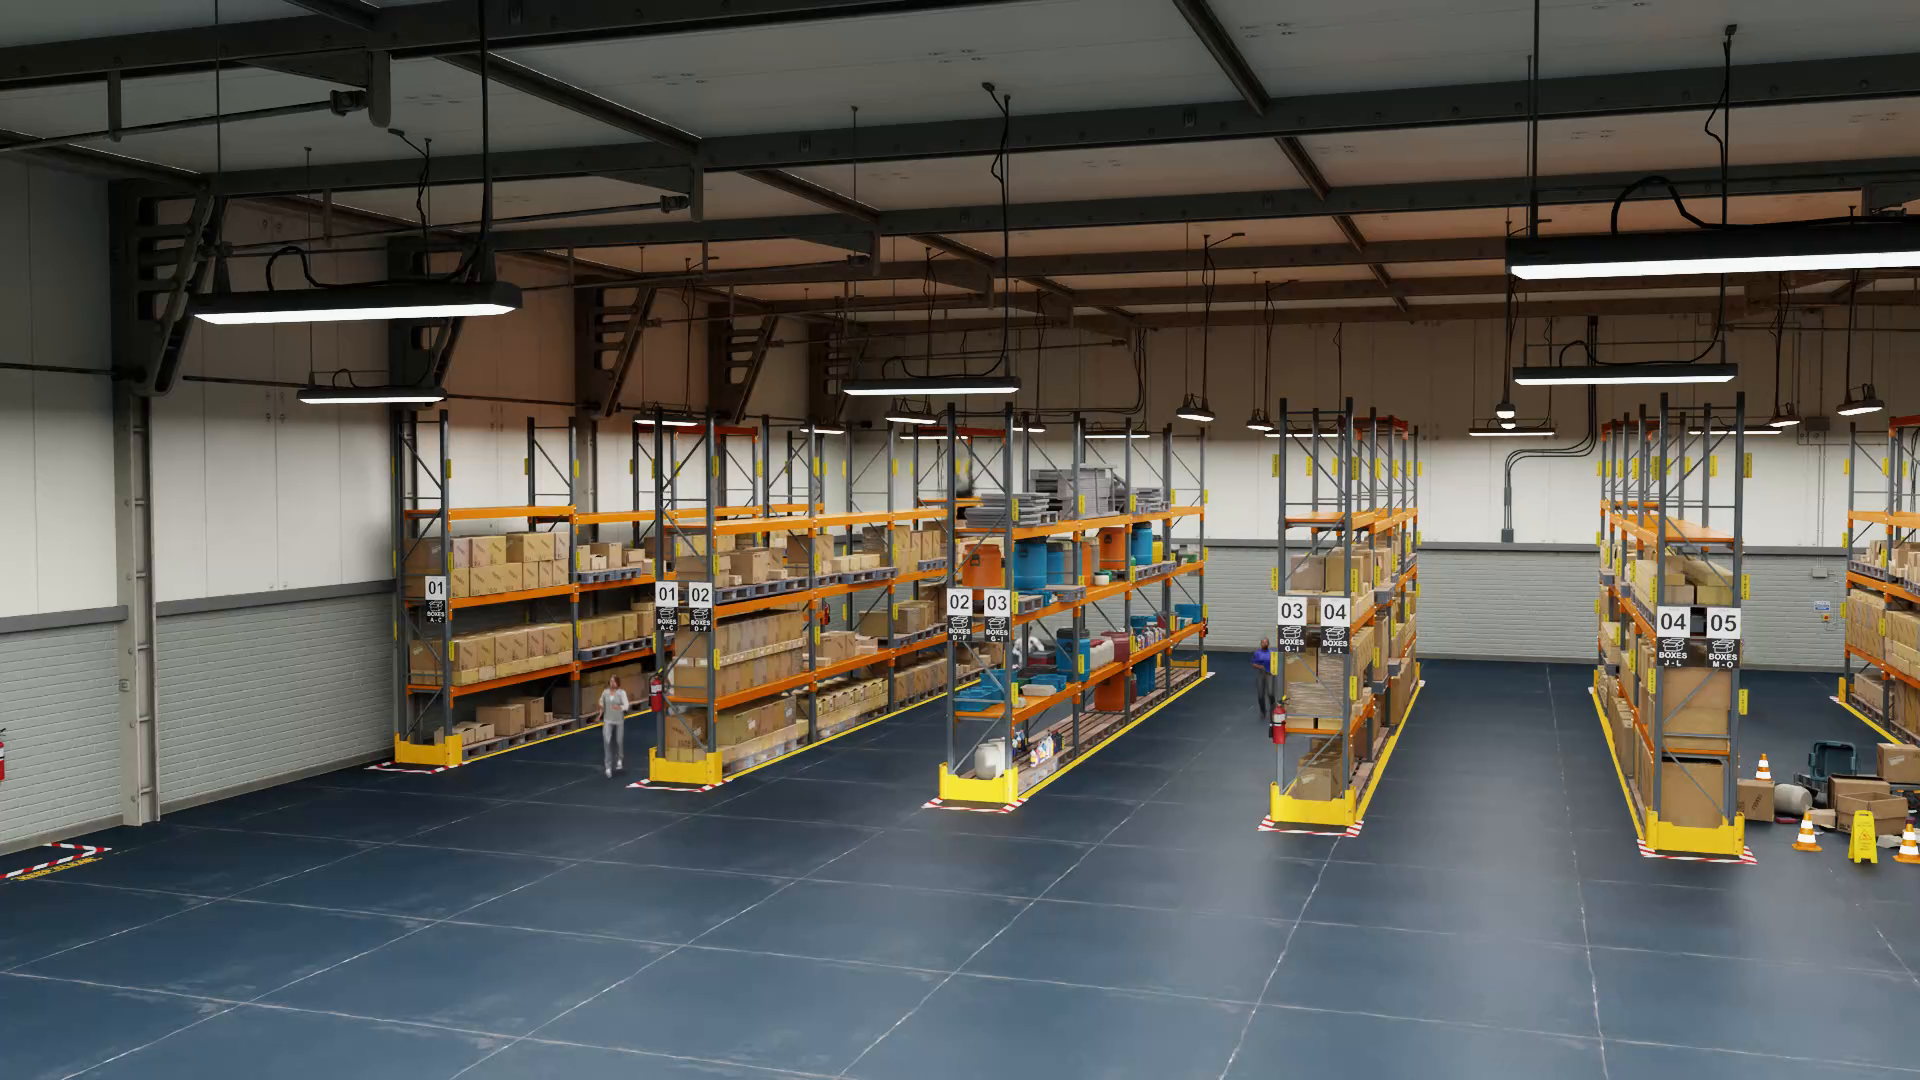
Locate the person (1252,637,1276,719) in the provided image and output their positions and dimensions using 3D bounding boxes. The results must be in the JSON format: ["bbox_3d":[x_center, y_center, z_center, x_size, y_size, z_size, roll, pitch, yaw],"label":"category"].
[{"bbox_3d":[6.113,2.761,33.168,0.566,1.641,0.665,1,3,13],"label":"person"}]

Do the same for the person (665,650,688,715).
[{"bbox_3d":[-5.131,2.827,30.432,0.726,1.739,0.607,1,3,16],"label":"person"}]

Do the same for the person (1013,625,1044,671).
[{"bbox_3d":[1.424,2.630,35.452,0.676,1.684,0.597,0,2,10],"label":"person"}]

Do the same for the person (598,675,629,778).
[{"bbox_3d":[-5.662,3.016,27.180,0.515,1.630,0.767,0,2,-6],"label":"person"}]
